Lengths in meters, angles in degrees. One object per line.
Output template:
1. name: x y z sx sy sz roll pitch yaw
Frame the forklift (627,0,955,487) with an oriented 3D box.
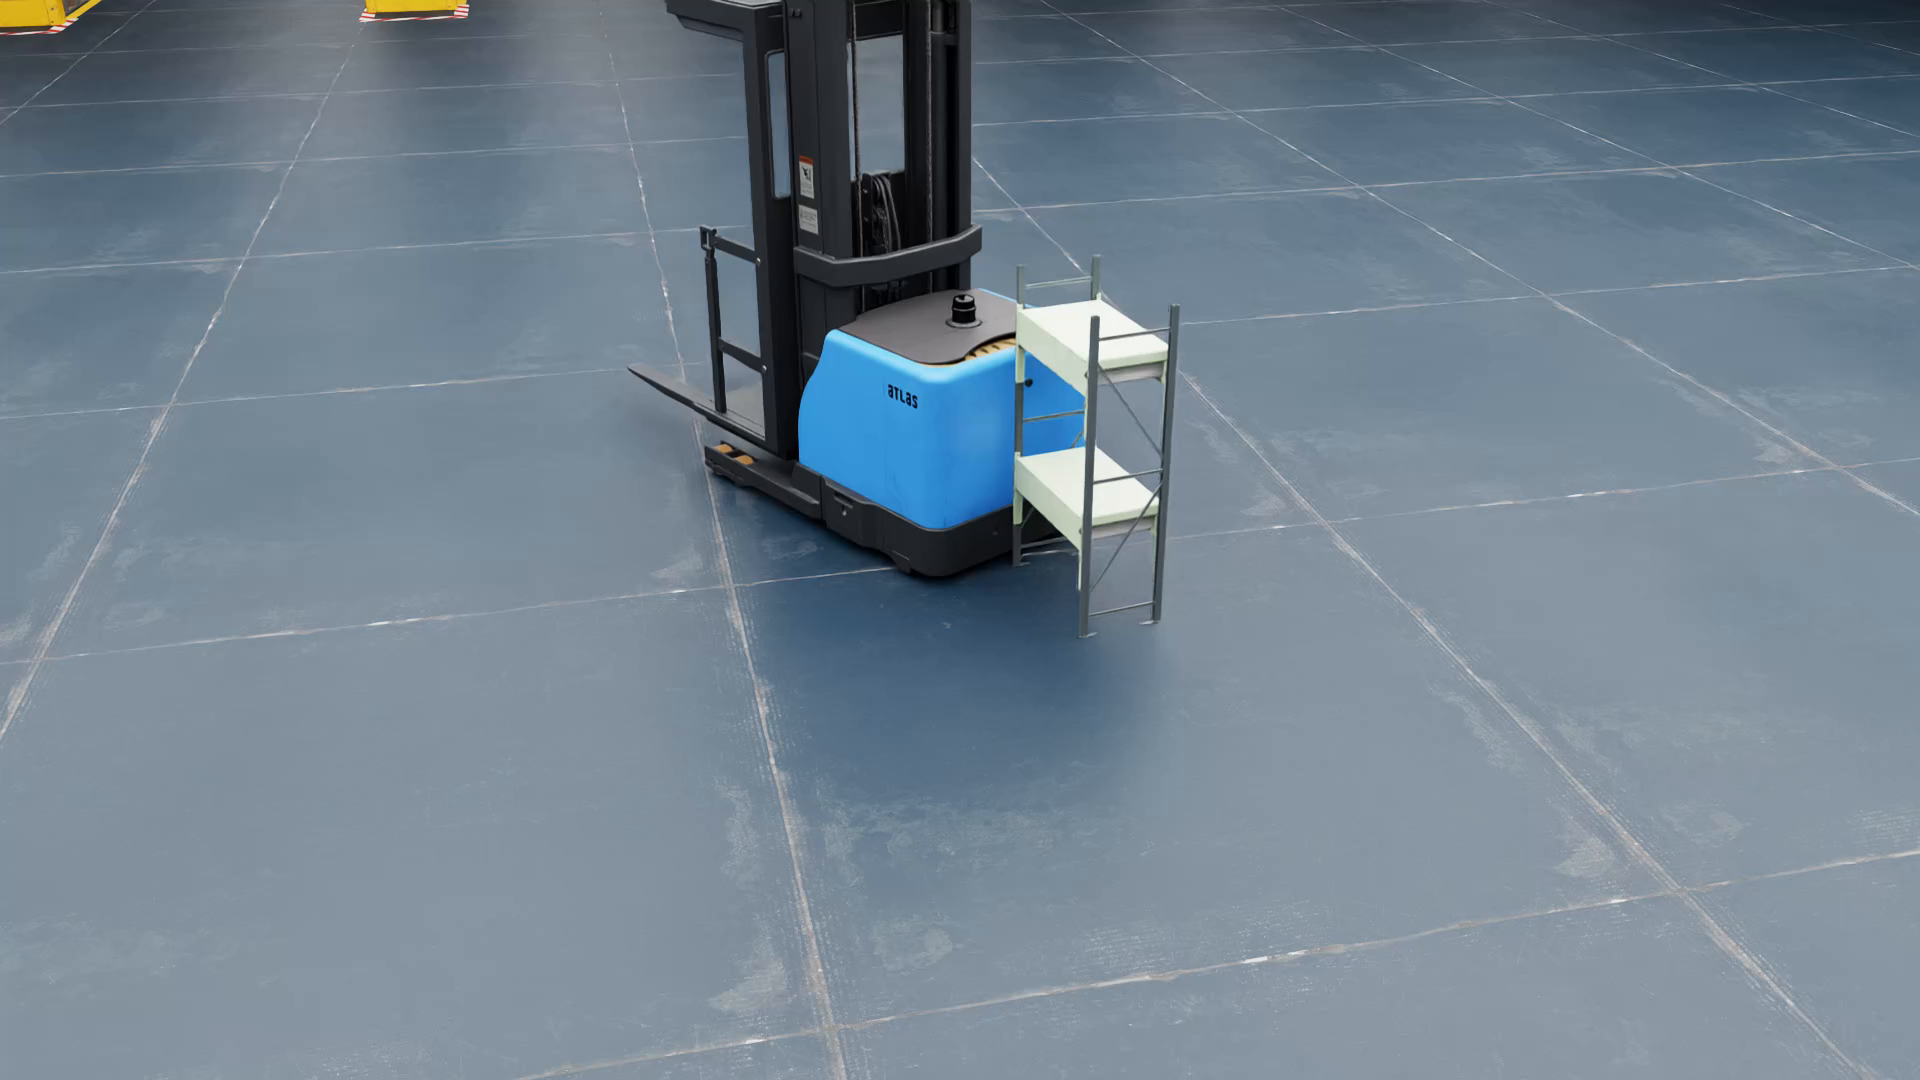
1. forklift: -0.999 -1.780 8.744 1.118 2.733 2.170 -22 34 -36

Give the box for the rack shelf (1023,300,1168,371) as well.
1. rack shelf: 0.578 -0.886 7.179 0.368 0.052 0.686 -10 29 -20

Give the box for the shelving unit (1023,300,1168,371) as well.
1. shelving unit: 0.578 -0.886 7.179 0.368 0.052 0.686 -10 29 -20
